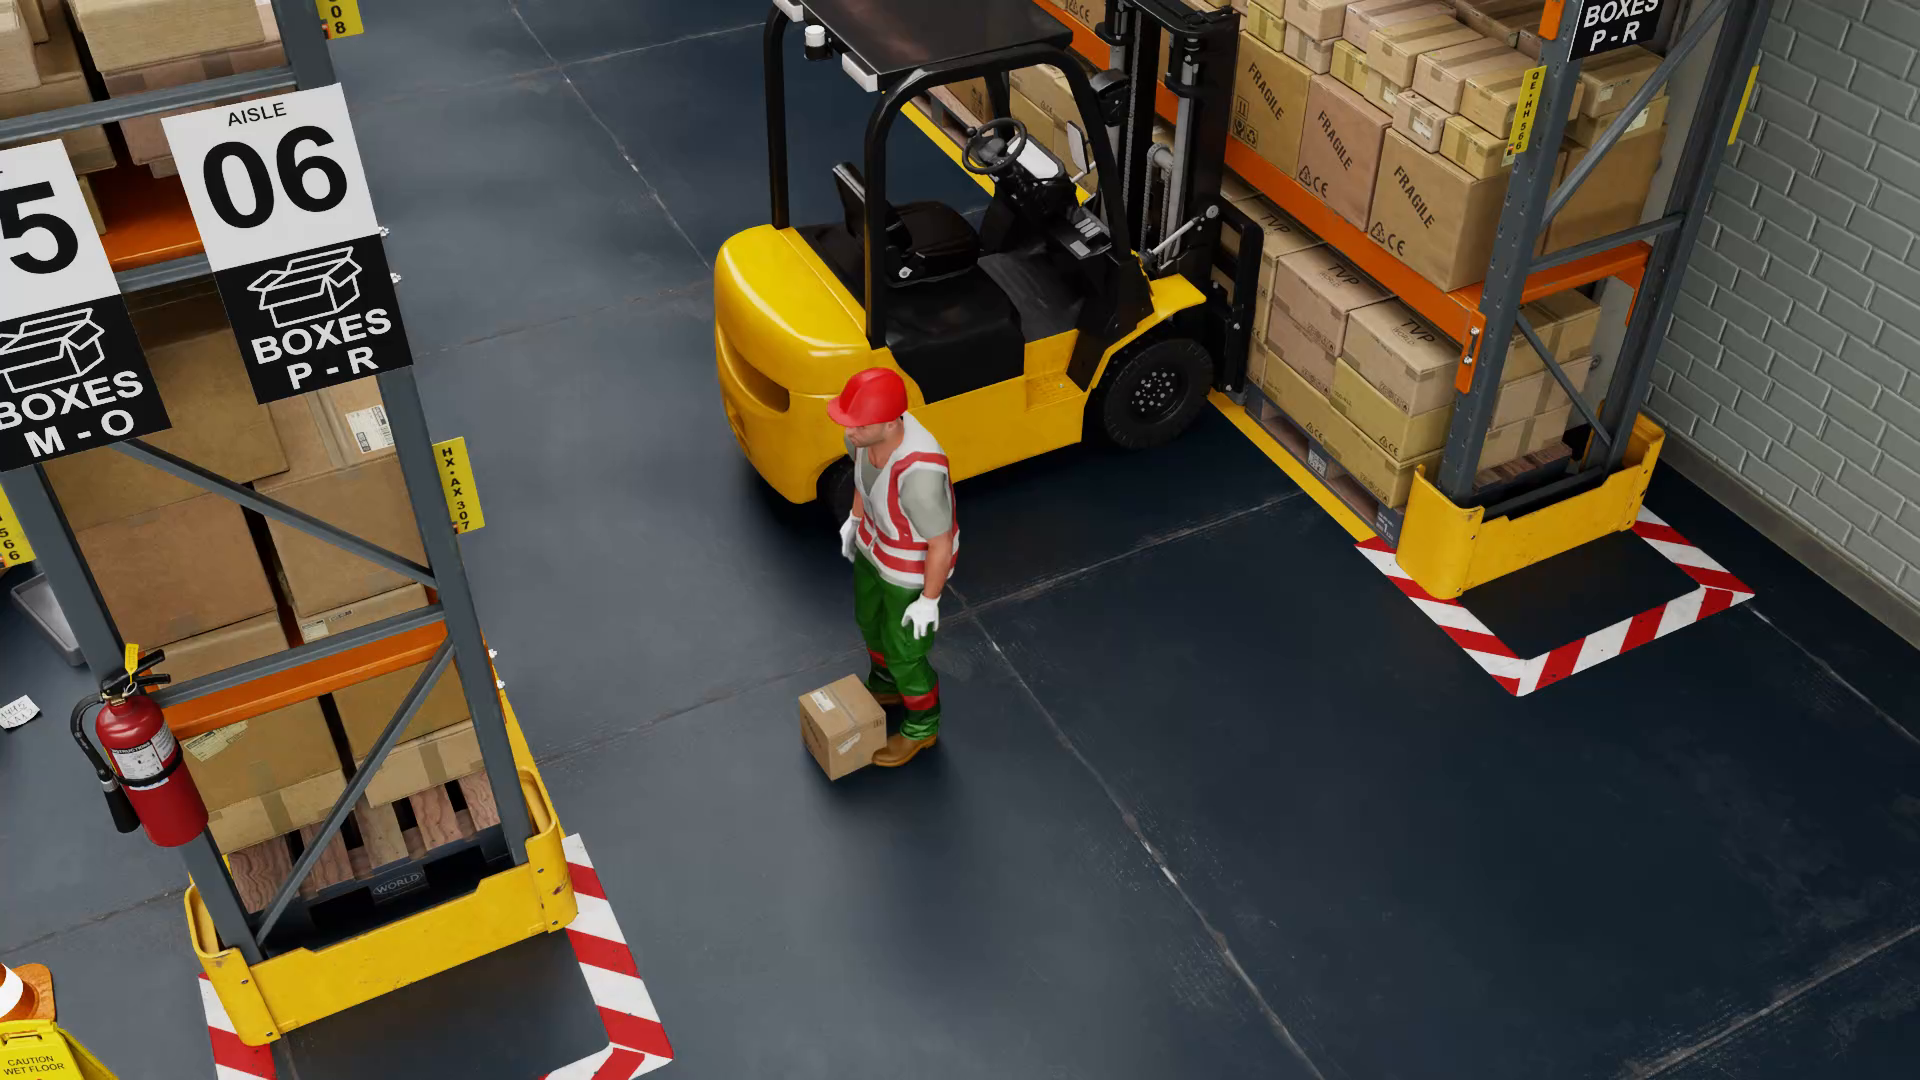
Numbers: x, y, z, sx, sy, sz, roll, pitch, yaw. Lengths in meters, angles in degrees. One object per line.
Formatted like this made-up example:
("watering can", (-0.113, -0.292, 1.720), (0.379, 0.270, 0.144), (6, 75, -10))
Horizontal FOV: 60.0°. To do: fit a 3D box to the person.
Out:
("person", (-0.249, 0.088, 6.046), (0.451, 1.778, 0.612), (-21, 45, -23))
